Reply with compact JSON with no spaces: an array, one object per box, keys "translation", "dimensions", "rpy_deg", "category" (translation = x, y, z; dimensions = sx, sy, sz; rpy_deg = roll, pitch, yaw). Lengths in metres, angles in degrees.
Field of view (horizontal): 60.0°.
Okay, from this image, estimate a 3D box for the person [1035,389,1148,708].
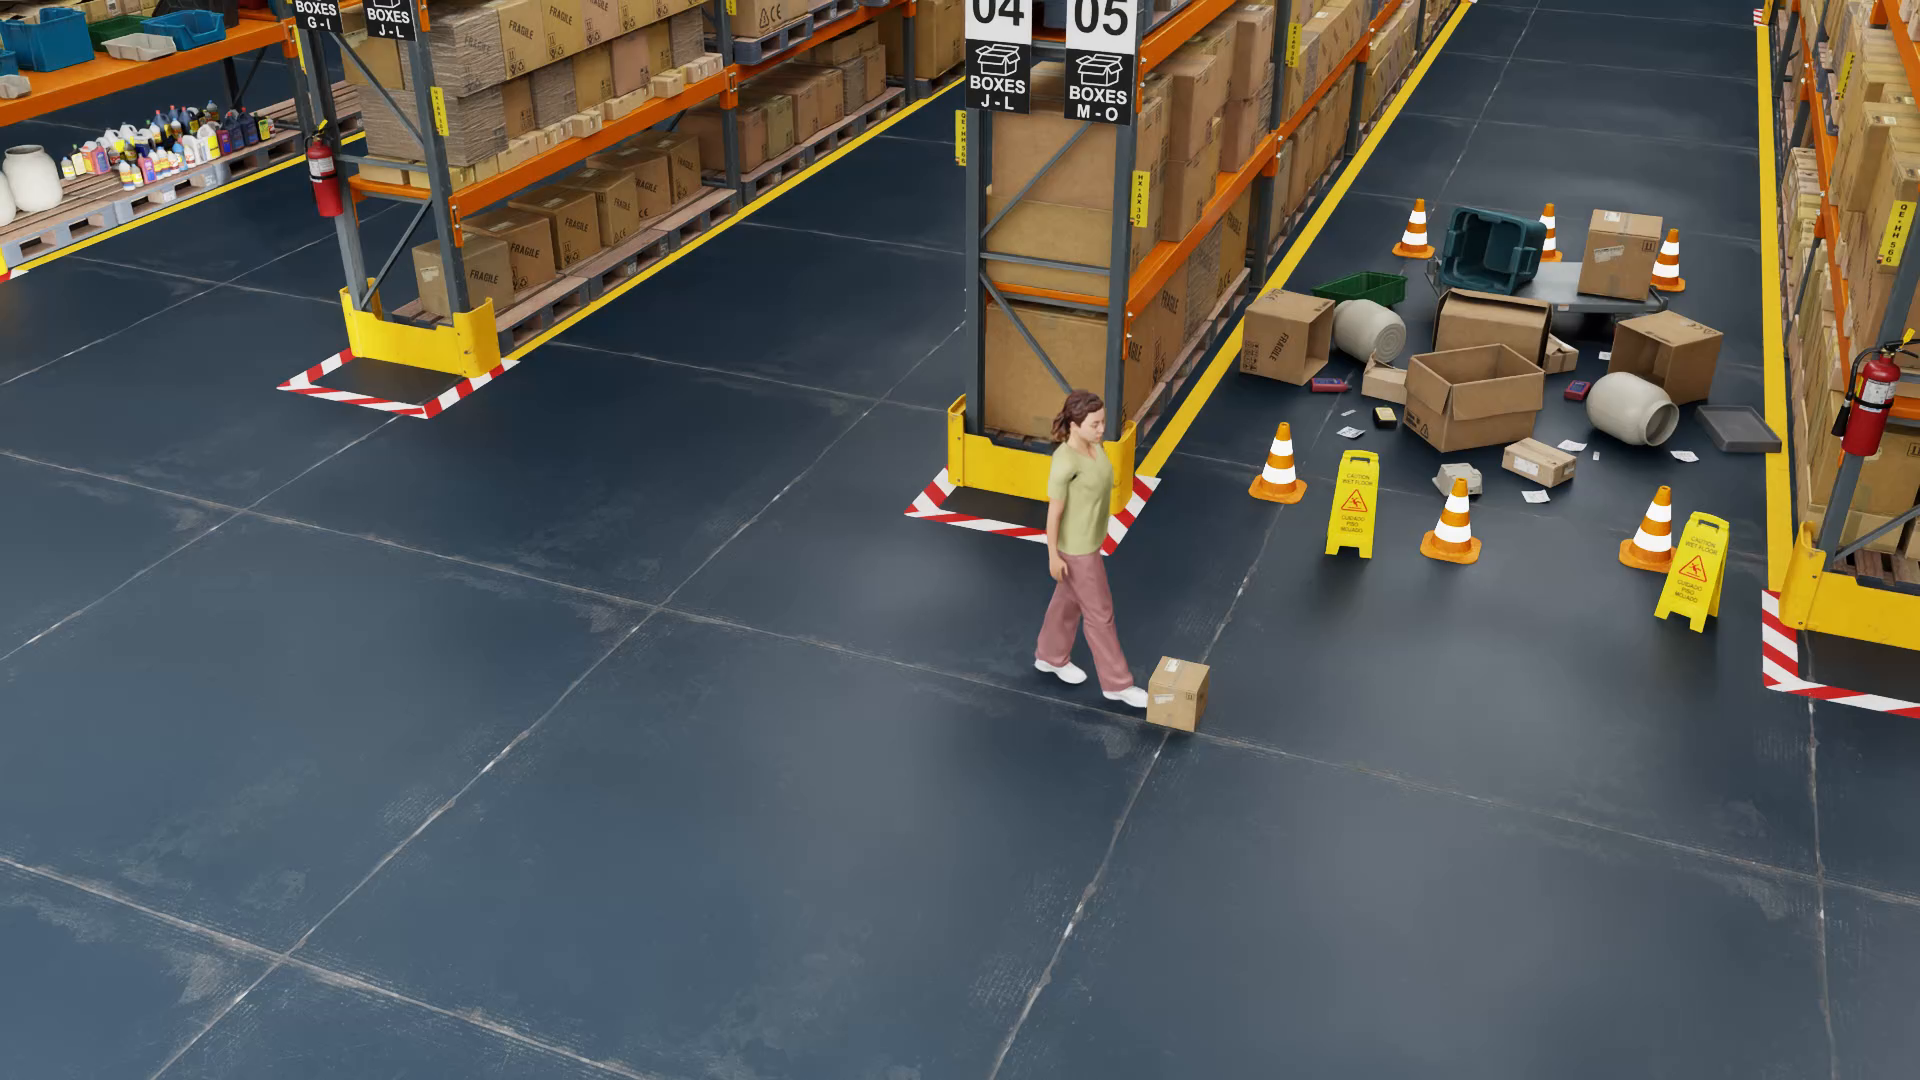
[{"translation":[0.719,0.039,8.309],"dimensions":[0.725,1.664,0.462],"rpy_deg":[12,32,20],"category":"person"}]
